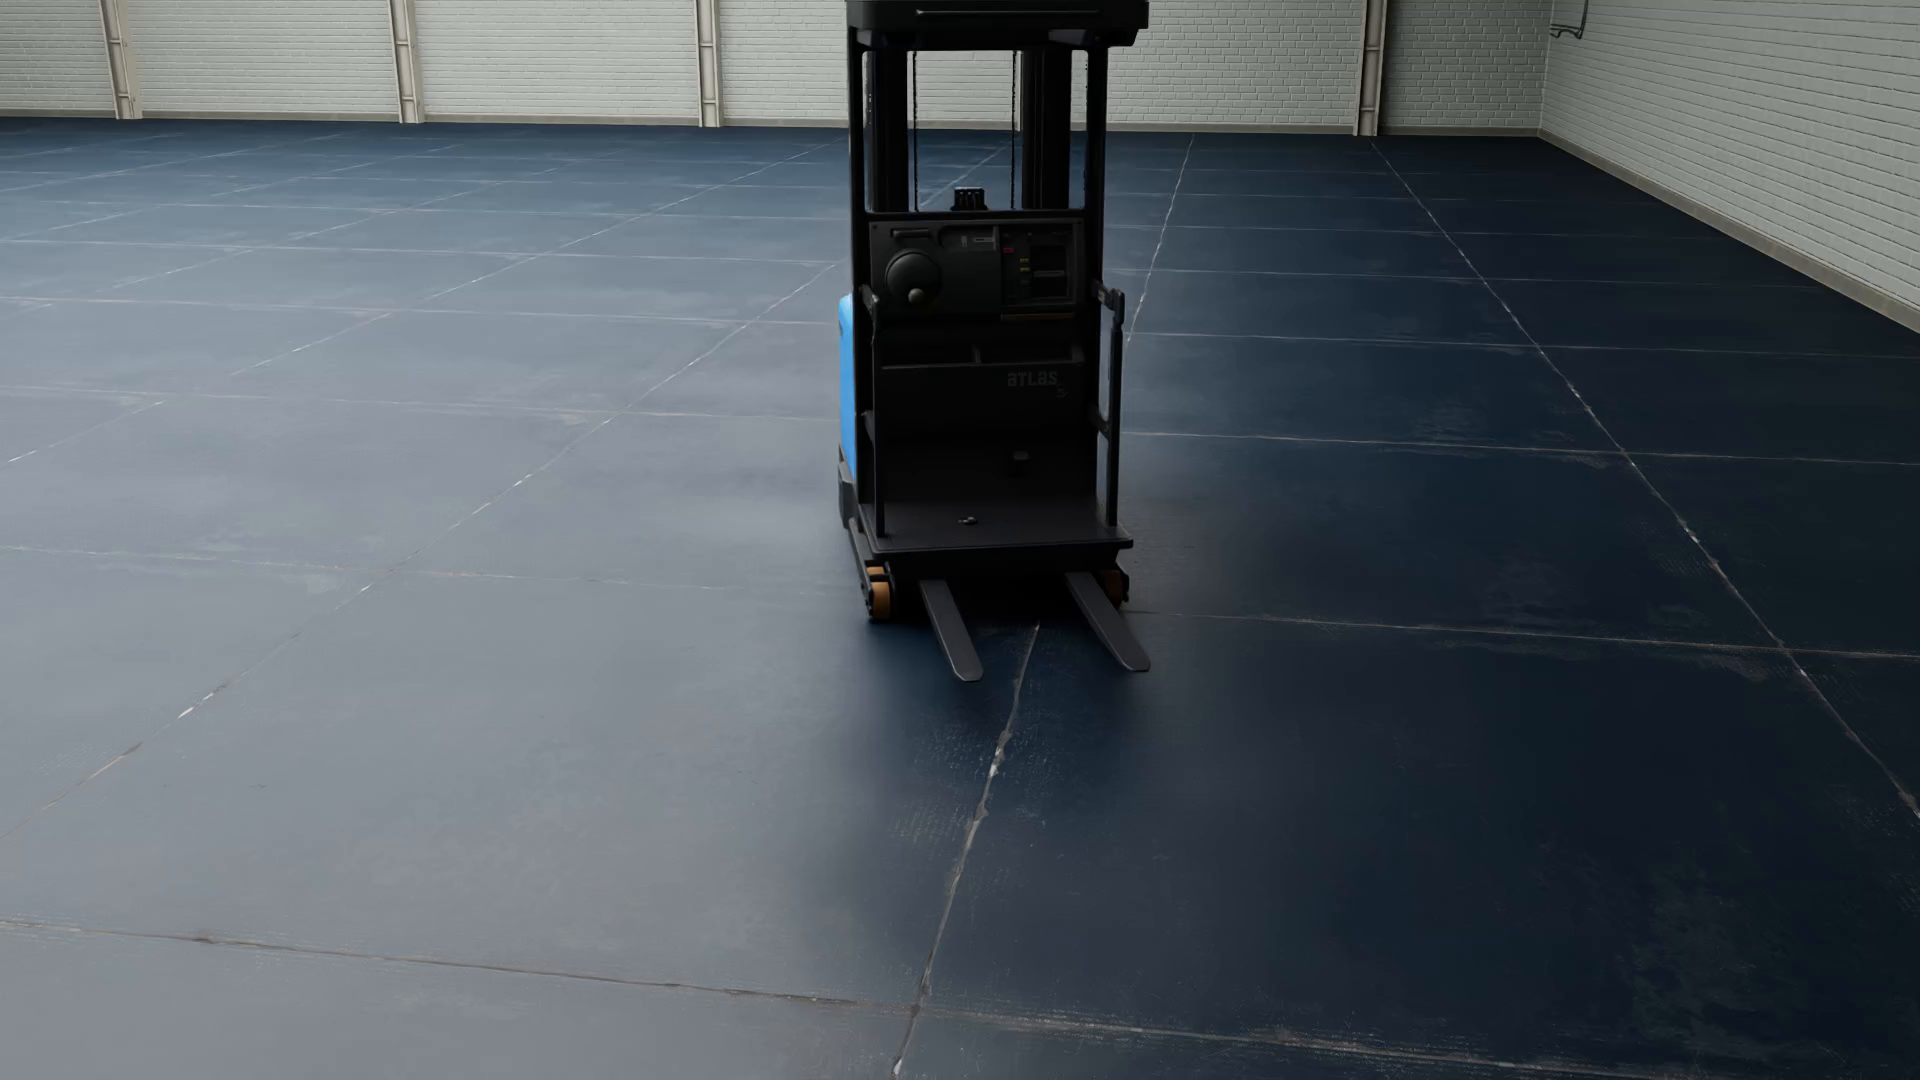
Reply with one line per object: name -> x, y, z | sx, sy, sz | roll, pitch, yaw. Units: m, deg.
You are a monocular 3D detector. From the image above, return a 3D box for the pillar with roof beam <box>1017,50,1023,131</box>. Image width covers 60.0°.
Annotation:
pillar with roof beam -> 0.573, -10.400, 24.923 | 0.400, 9.000, 9.100 | 3, 19, 9

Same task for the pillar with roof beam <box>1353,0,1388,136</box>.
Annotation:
pillar with roof beam -> 6.497, -10.098, 24.020 | 0.400, 9.000, 9.100 | 3, 19, 9

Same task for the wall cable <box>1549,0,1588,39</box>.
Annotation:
wall cable -> 9.878, -9.411, 26.863 | 0.112, 2.526, 3.097 | 3, 19, 9

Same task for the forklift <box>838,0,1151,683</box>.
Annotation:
forklift -> 0.113, -1.173, 6.909 | 1.130, 2.935, 3.031 | -3, 19, -8

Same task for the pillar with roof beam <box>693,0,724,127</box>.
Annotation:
pillar with roof beam -> -5.351, -10.702, 25.825 | 0.400, 9.000, 9.100 | 3, 19, 9

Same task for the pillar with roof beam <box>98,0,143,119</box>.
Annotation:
pillar with roof beam -> -17.200, -11.306, 27.630 | 0.400, 9.000, 9.100 | 3, 19, 9

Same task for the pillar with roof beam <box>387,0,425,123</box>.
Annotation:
pillar with roof beam -> -11.276, -11.004, 26.728 | 0.400, 9.000, 9.100 | 3, 19, 9
